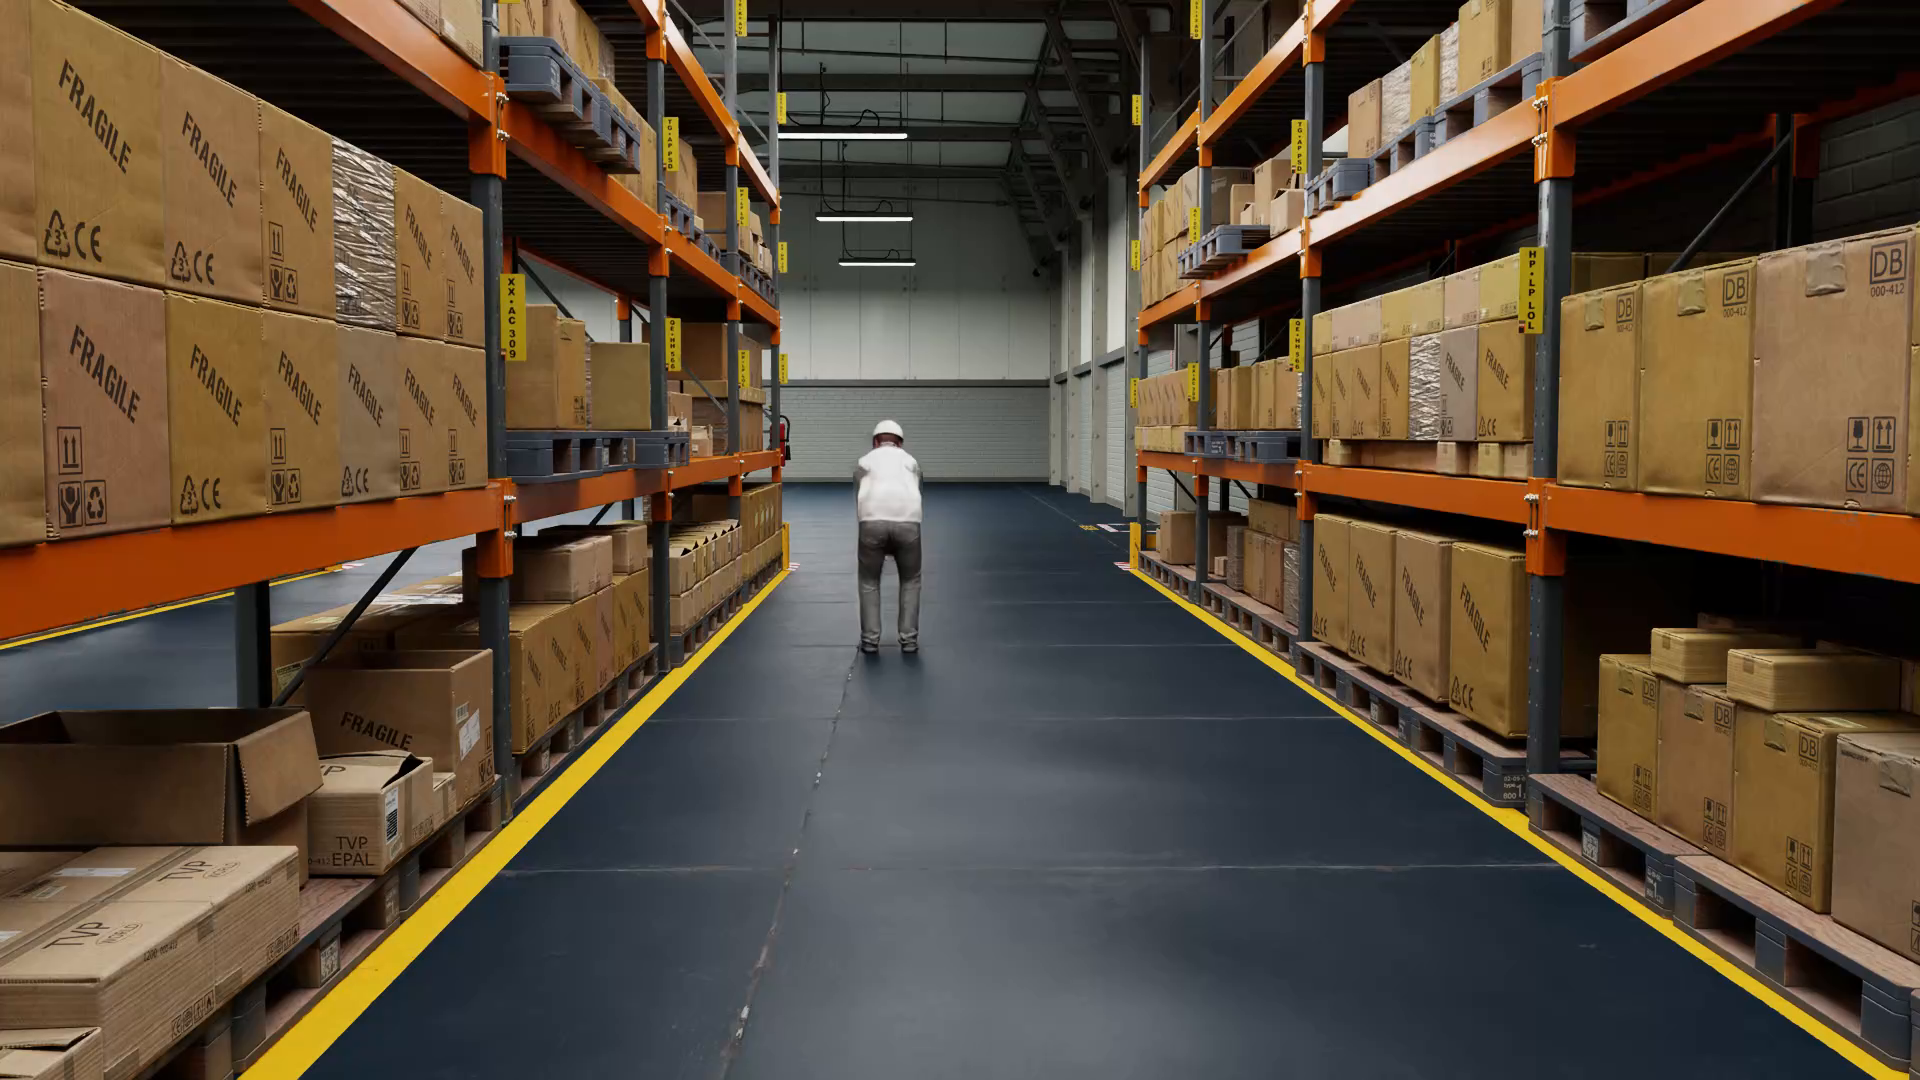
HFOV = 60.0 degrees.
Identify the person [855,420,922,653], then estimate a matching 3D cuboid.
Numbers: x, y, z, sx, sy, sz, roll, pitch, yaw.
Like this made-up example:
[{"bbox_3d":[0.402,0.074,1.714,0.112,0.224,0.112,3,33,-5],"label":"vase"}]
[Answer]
[{"bbox_3d":[-0.499,-0.042,11.576,0.467,1.597,0.794,0,4,-3],"label":"person"}]
